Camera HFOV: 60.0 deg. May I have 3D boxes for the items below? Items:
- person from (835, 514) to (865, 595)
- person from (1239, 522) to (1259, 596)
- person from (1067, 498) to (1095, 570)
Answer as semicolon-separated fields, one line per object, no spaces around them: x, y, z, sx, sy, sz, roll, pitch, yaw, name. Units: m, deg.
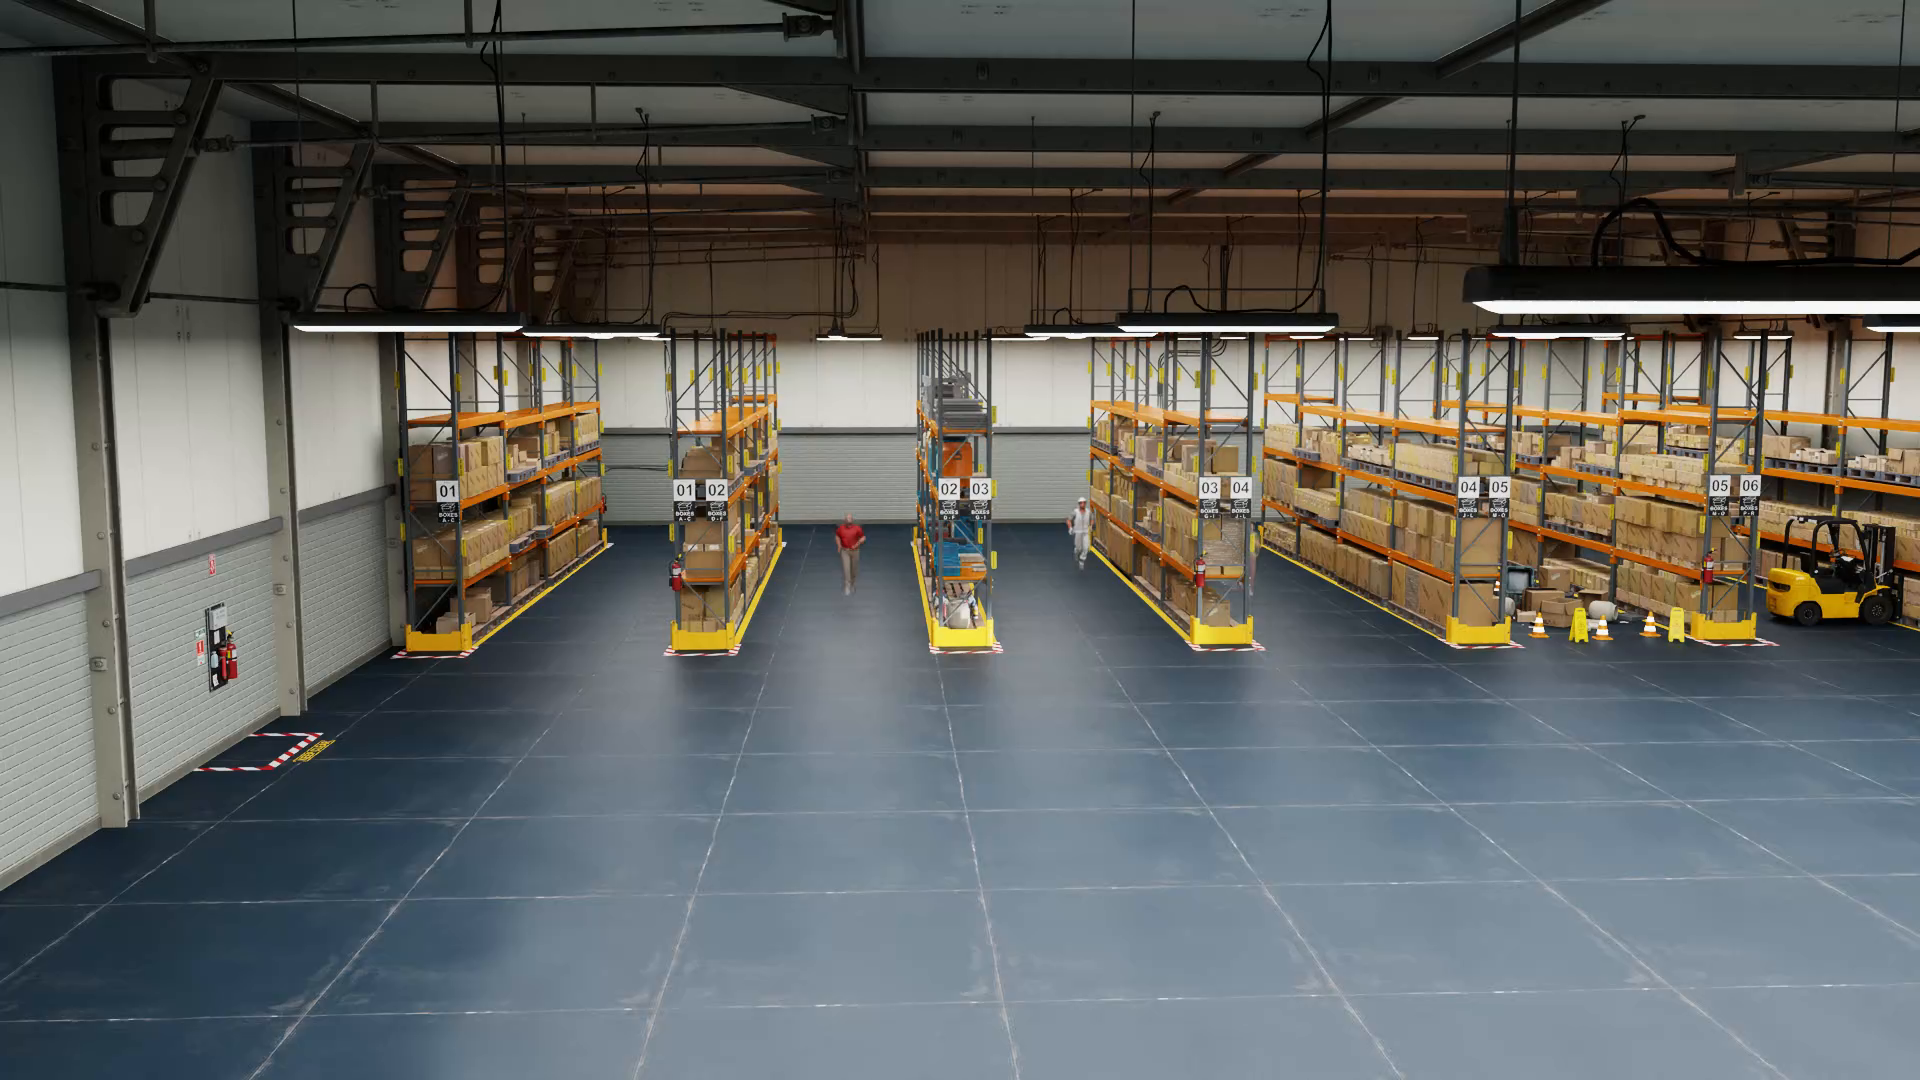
-2.379;0.322;36.131;0.653;1.794;0.848;0;7;-3;person
6.628;0.408;38.231;0.601;1.654;0.957;-1;7;-11;person
2.957;-0.162;40.392;0.671;1.736;0.595;-1;7;-9;person
